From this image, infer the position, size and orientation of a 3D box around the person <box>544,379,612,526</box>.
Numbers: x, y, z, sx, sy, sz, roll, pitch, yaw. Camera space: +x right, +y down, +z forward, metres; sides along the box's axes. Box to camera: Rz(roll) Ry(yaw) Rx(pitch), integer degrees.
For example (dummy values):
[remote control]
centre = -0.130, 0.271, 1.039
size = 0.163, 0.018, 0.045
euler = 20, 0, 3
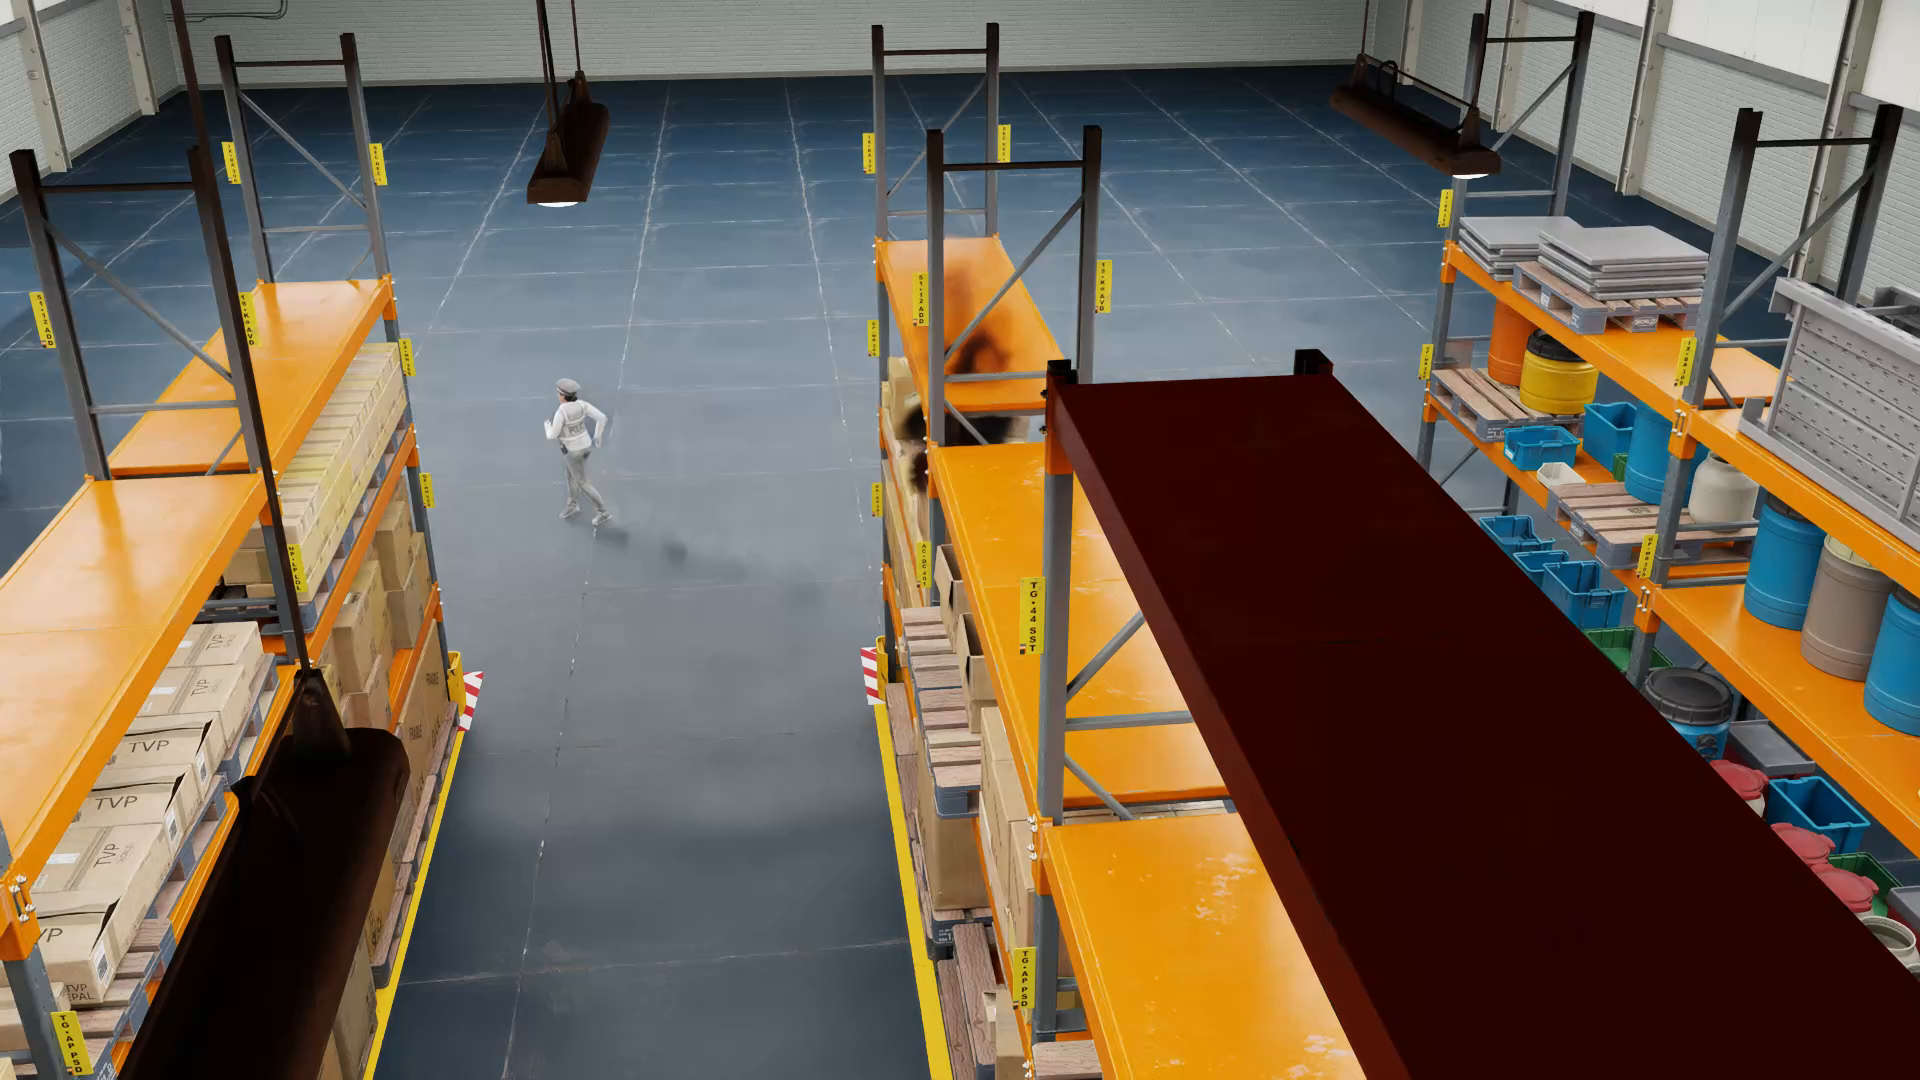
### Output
[person]
centre = -4.268, -0.956, 18.531
size = 0.821, 1.738, 0.580
euler = 12, 28, 24
